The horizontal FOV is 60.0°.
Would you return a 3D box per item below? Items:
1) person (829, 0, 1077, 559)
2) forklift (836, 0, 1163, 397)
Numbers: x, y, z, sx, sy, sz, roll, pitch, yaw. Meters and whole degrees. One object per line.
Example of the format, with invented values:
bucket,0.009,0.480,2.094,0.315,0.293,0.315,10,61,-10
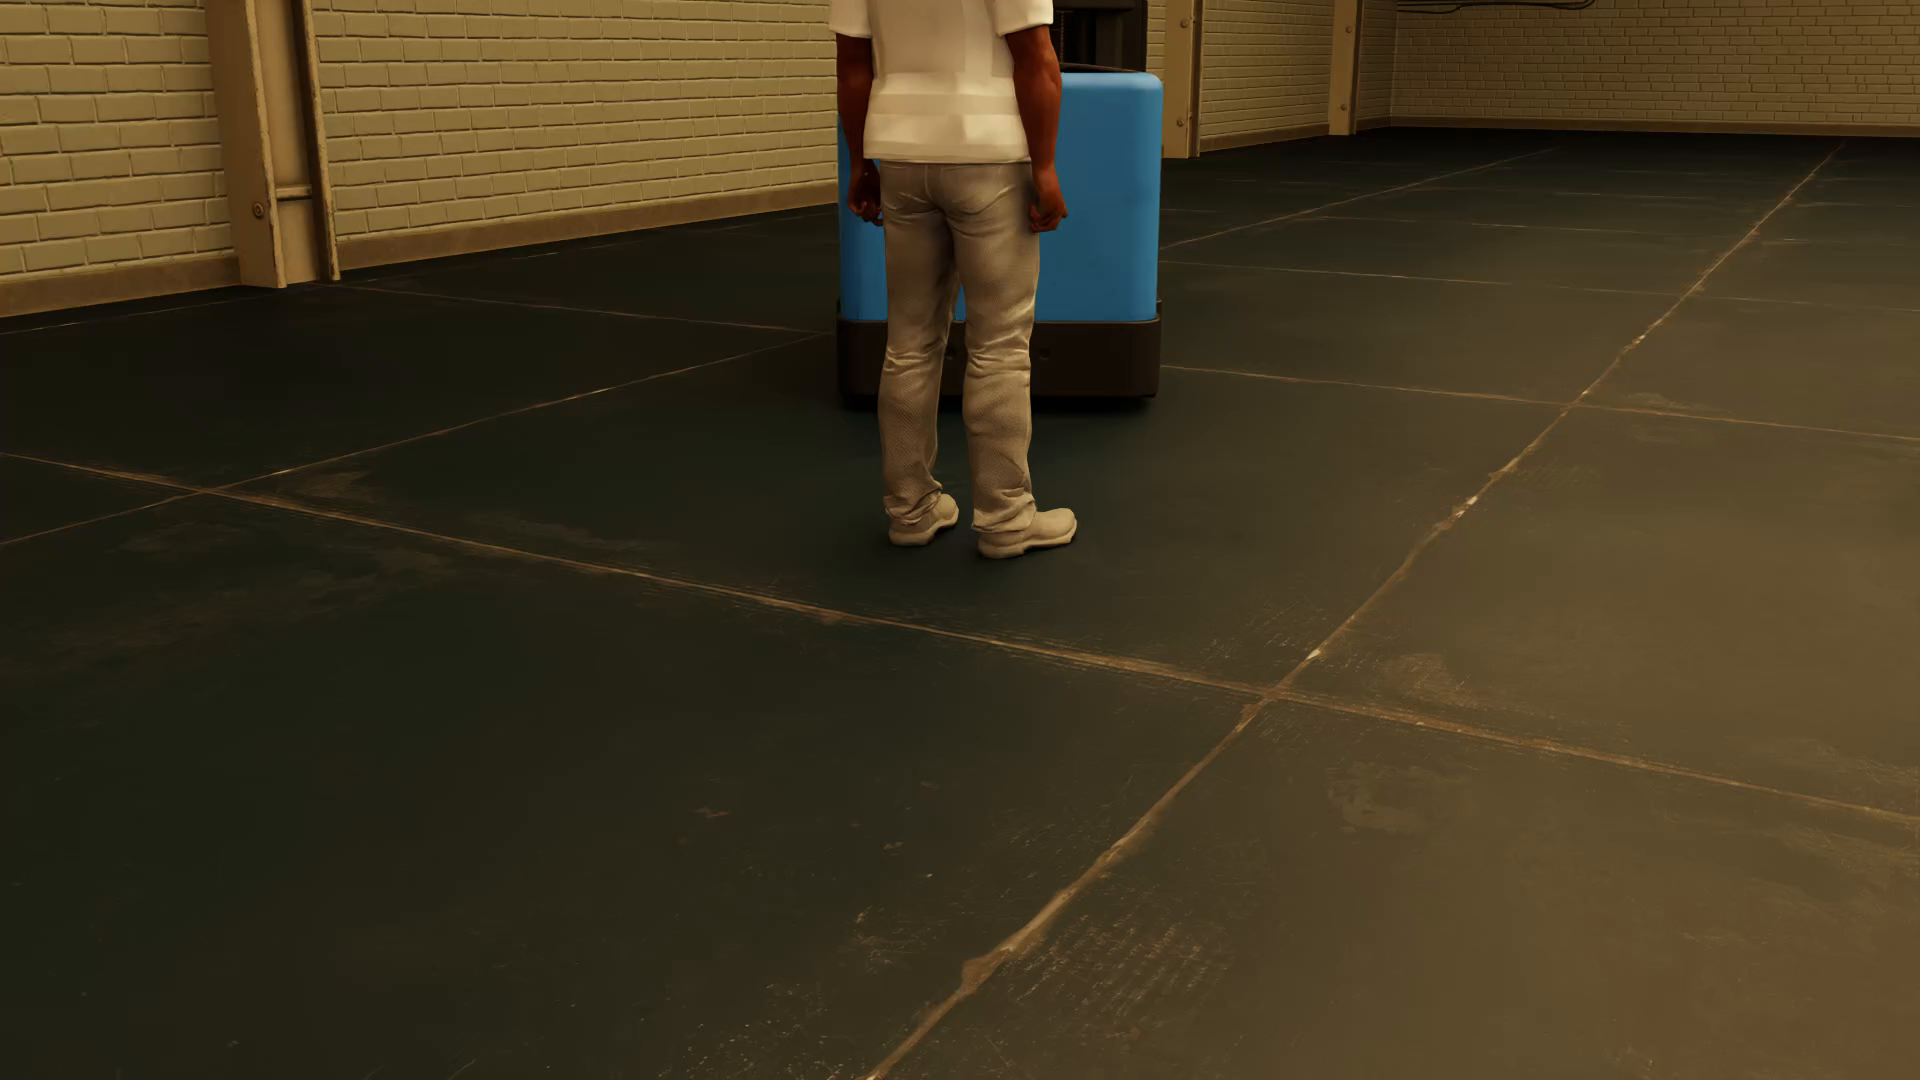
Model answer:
person,-0.008,-0.849,3.798,0.556,1.770,0.388,9,19,28
forklift,0.165,-2.228,6.419,1.130,2.935,3.031,0,16,2
